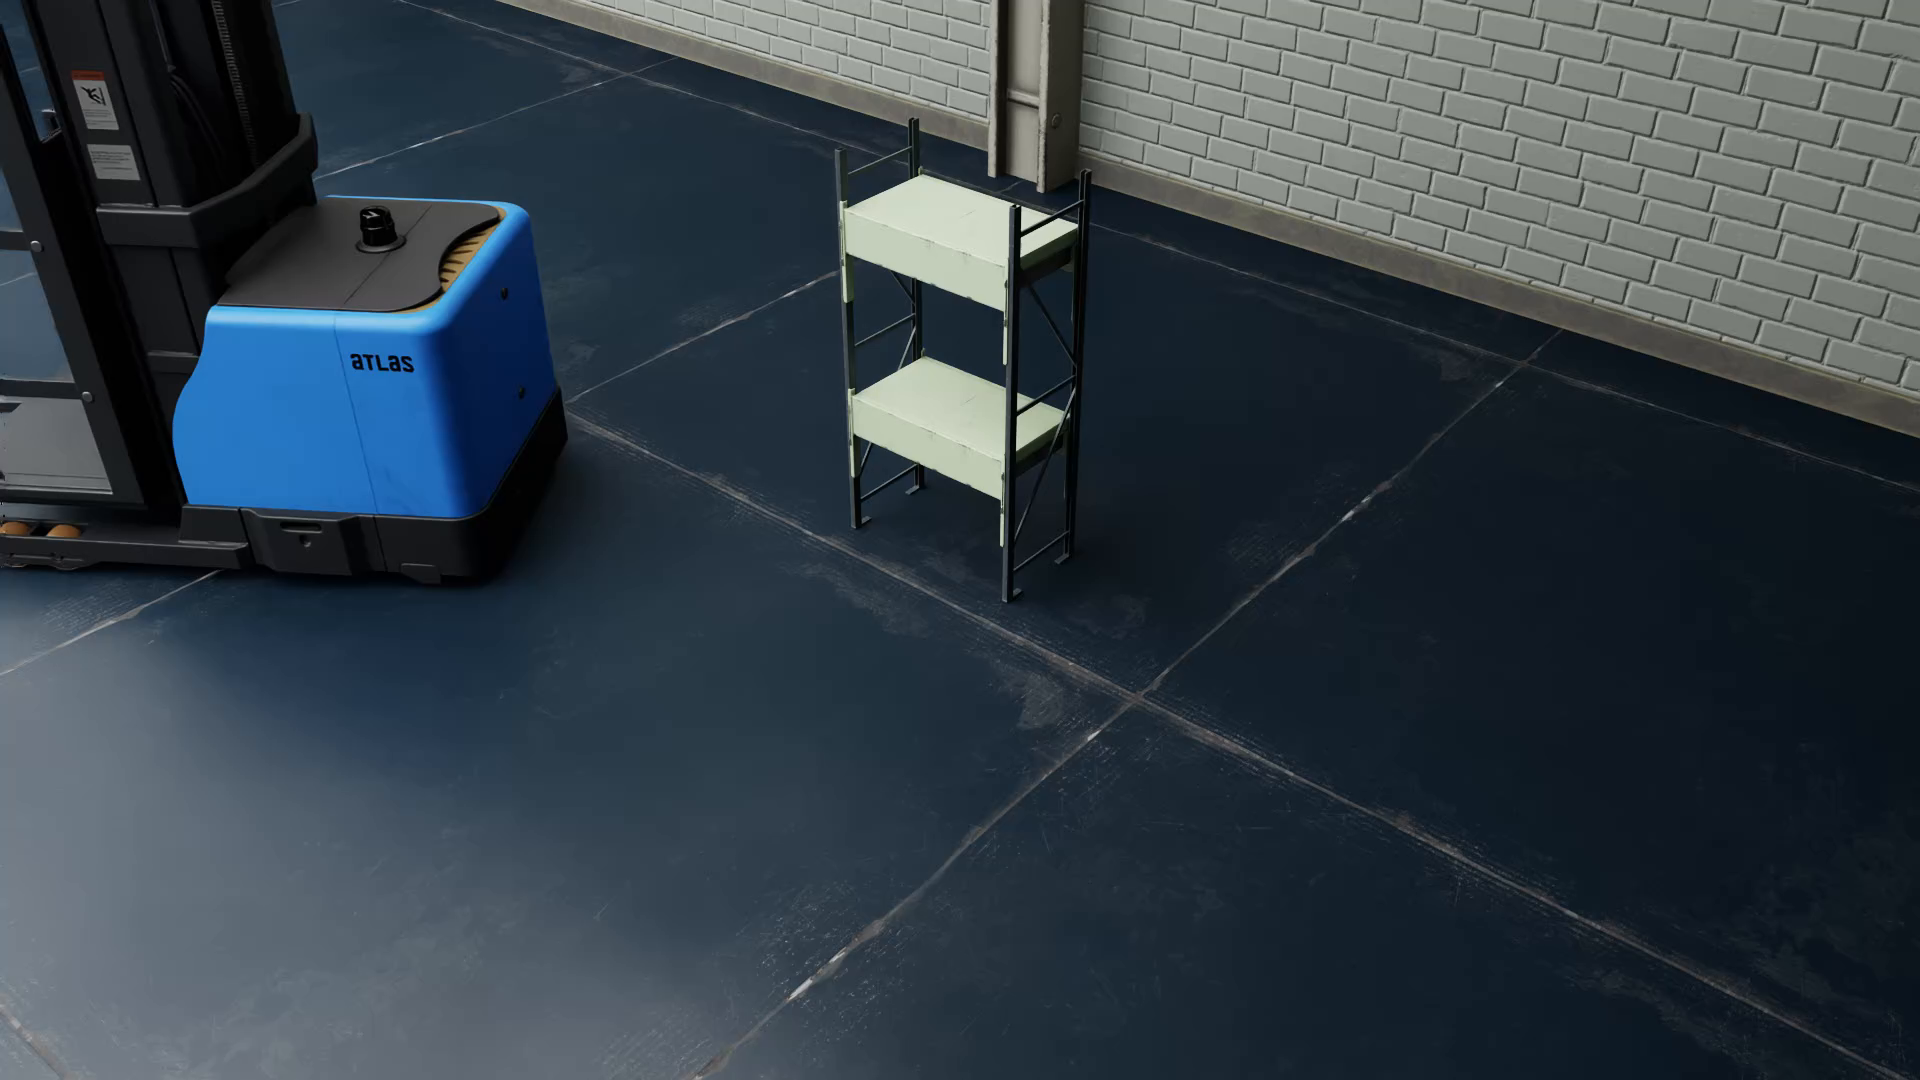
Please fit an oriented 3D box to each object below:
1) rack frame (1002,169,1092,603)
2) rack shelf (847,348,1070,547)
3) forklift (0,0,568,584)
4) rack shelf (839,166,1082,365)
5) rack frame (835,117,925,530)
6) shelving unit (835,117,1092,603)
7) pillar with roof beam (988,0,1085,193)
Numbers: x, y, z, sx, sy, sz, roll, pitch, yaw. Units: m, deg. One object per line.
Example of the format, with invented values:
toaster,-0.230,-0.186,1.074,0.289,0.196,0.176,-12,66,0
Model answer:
rack frame,0.286,-0.483,5.629,0.023,1.500,0.400,25,42,32
rack shelf,0.005,-0.347,6.006,0.720,0.370,0.431,25,42,32
forklift,-3.131,-1.390,5.685,3.031,2.935,1.130,3,35,4
rack shelf,0.005,-0.938,5.601,0.720,0.370,0.431,25,42,32
rack frame,-0.276,-0.748,6.015,0.023,1.500,0.400,25,42,32
shelving unit,0.005,-0.616,5.822,0.755,1.500,0.431,25,42,32
pillar with roof beam,-2.353,-3.847,3.902,0.400,9.000,9.100,25,42,32
